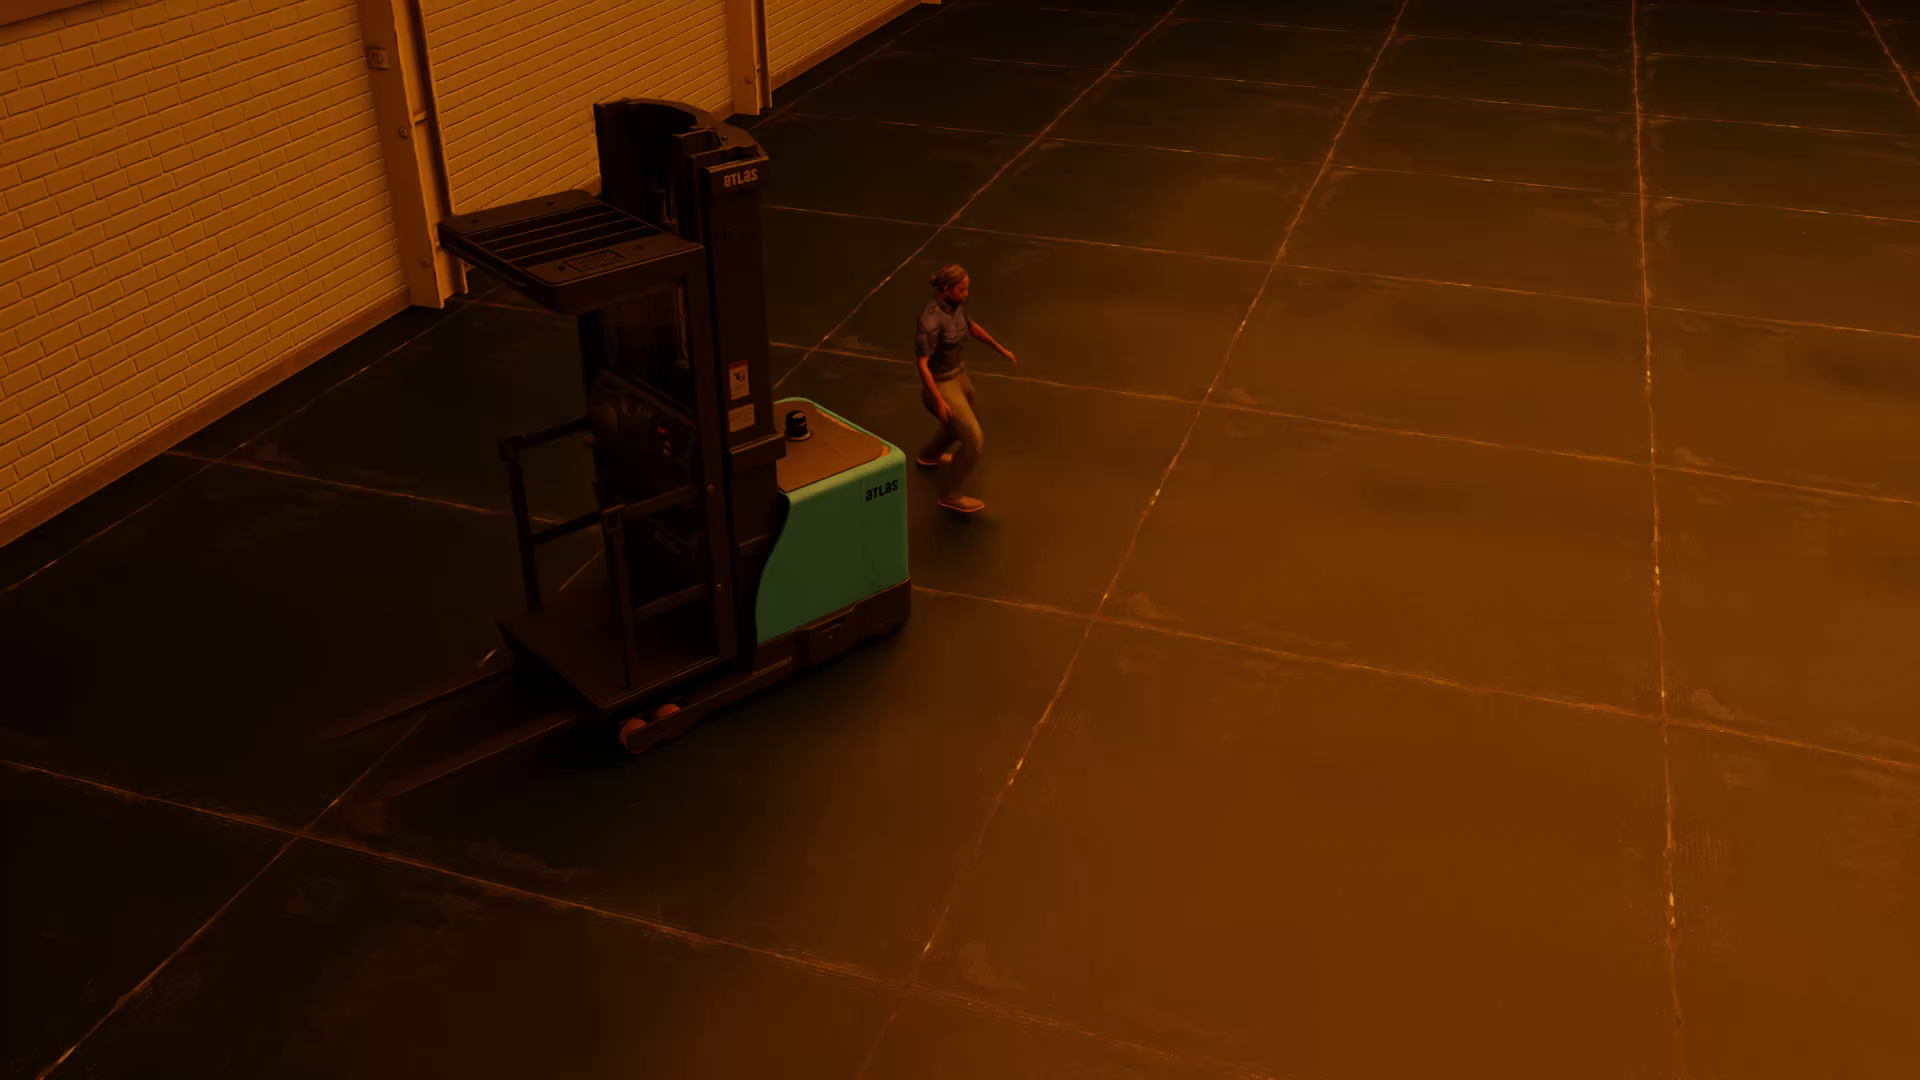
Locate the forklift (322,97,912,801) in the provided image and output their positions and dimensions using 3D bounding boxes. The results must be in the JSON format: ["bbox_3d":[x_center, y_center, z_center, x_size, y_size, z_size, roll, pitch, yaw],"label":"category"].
[{"bbox_3d":[-1.713,-0.511,8.033,3.031,2.935,1.130,-23,37,-35],"label":"forklift"}]

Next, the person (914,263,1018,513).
[{"bbox_3d":[-0.038,-0.991,10.348,0.691,1.536,0.878,12,32,20],"label":"person"}]
